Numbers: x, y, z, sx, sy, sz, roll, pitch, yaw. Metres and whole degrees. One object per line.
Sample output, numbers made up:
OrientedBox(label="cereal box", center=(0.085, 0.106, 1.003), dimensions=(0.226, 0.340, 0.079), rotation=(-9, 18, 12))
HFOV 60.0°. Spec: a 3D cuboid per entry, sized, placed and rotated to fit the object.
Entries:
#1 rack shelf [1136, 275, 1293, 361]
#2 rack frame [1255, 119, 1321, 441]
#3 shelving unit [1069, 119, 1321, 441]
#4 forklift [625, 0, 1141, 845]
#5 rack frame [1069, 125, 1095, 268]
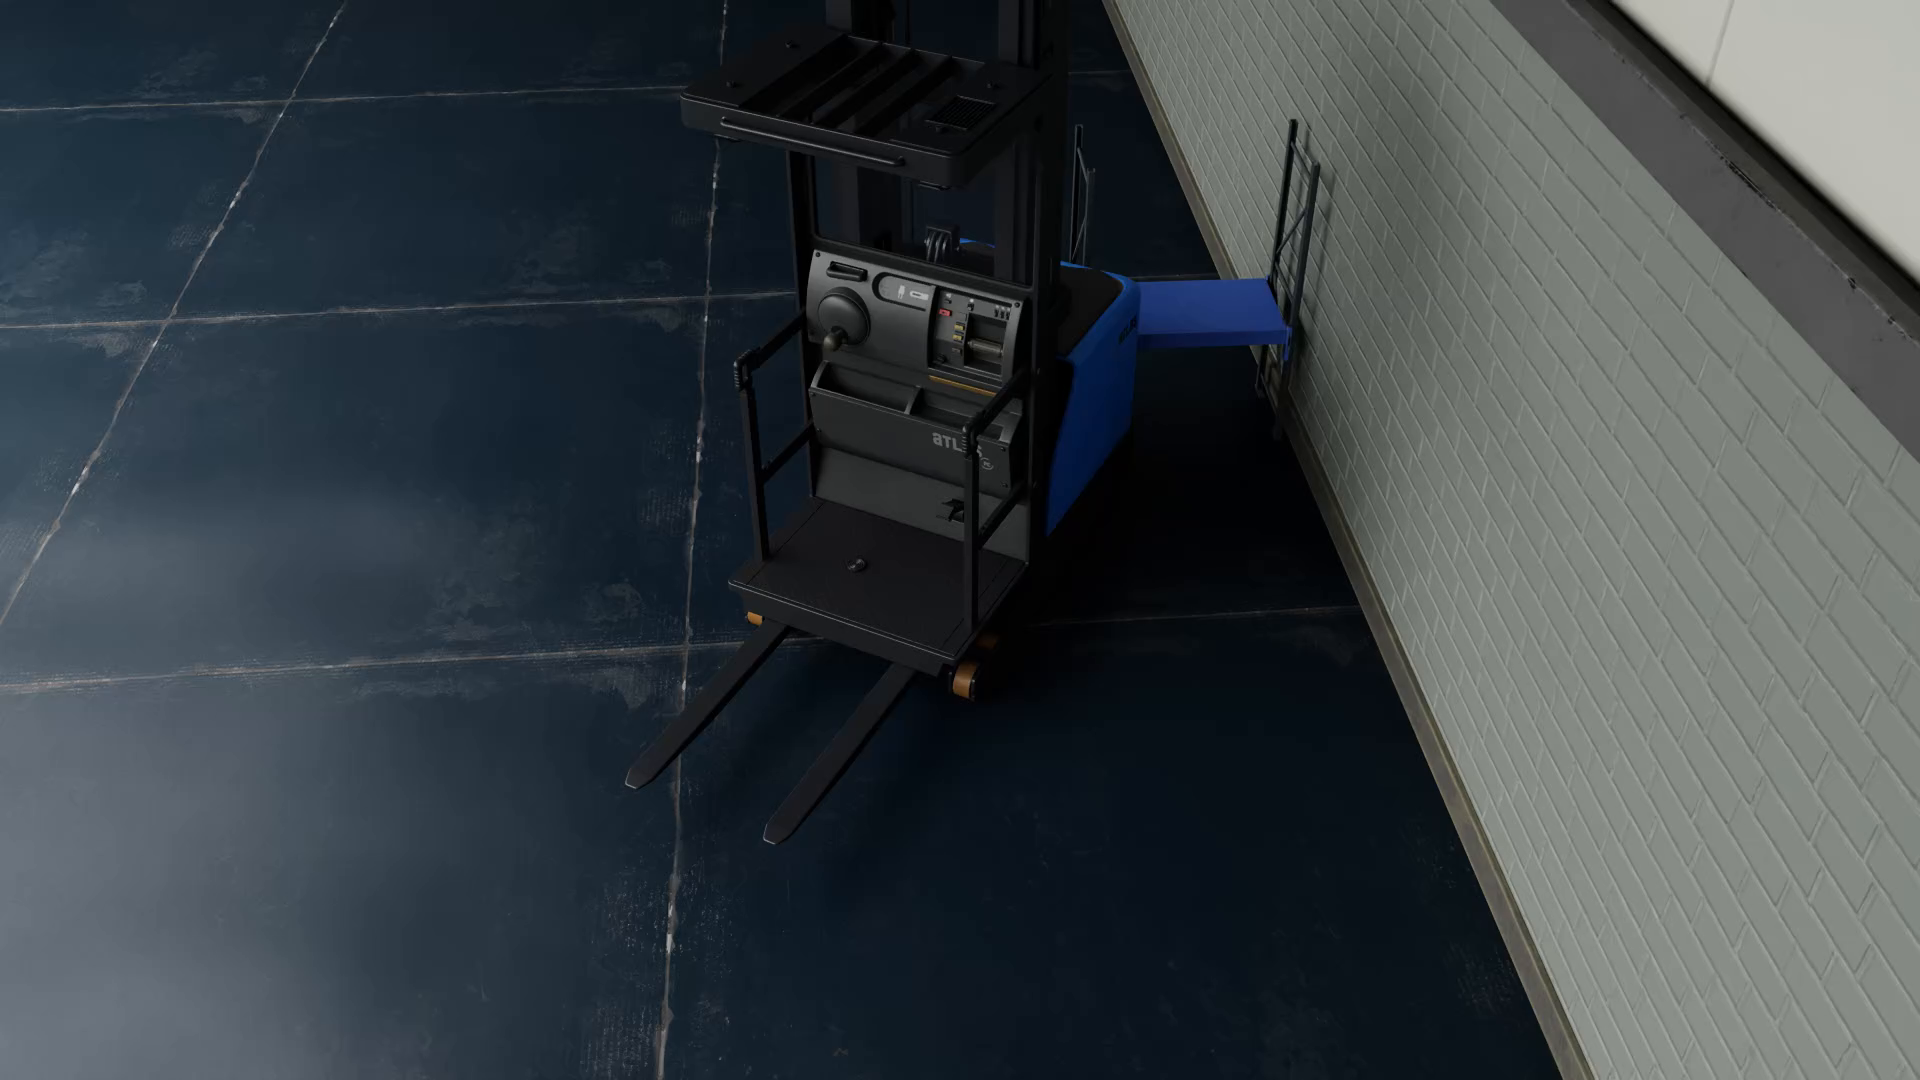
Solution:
OrientedBox(label="rack shelf", center=(1.080, -1.083, 8.202), dimensions=(1.000, 0.185, 0.538), rotation=(-2, 38, -3))
OrientedBox(label="rack frame", center=(1.587, -1.244, 8.115), dimensions=(0.032, 1.500, 0.500), rotation=(-2, 38, -3))
OrientedBox(label="shelving unit", center=(1.080, -1.224, 8.090), dimensions=(1.048, 1.500, 0.538), rotation=(-2, 38, -3))
OrientedBox(label="forklift", center=(-0.280, -0.806, 6.406), dimensions=(1.130, 2.935, 3.031), rotation=(17, 41, 21))
OrientedBox(label="rack frame", center=(0.573, -1.204, 8.065), dimensions=(0.032, 1.500, 0.500), rotation=(-2, 38, -3))
